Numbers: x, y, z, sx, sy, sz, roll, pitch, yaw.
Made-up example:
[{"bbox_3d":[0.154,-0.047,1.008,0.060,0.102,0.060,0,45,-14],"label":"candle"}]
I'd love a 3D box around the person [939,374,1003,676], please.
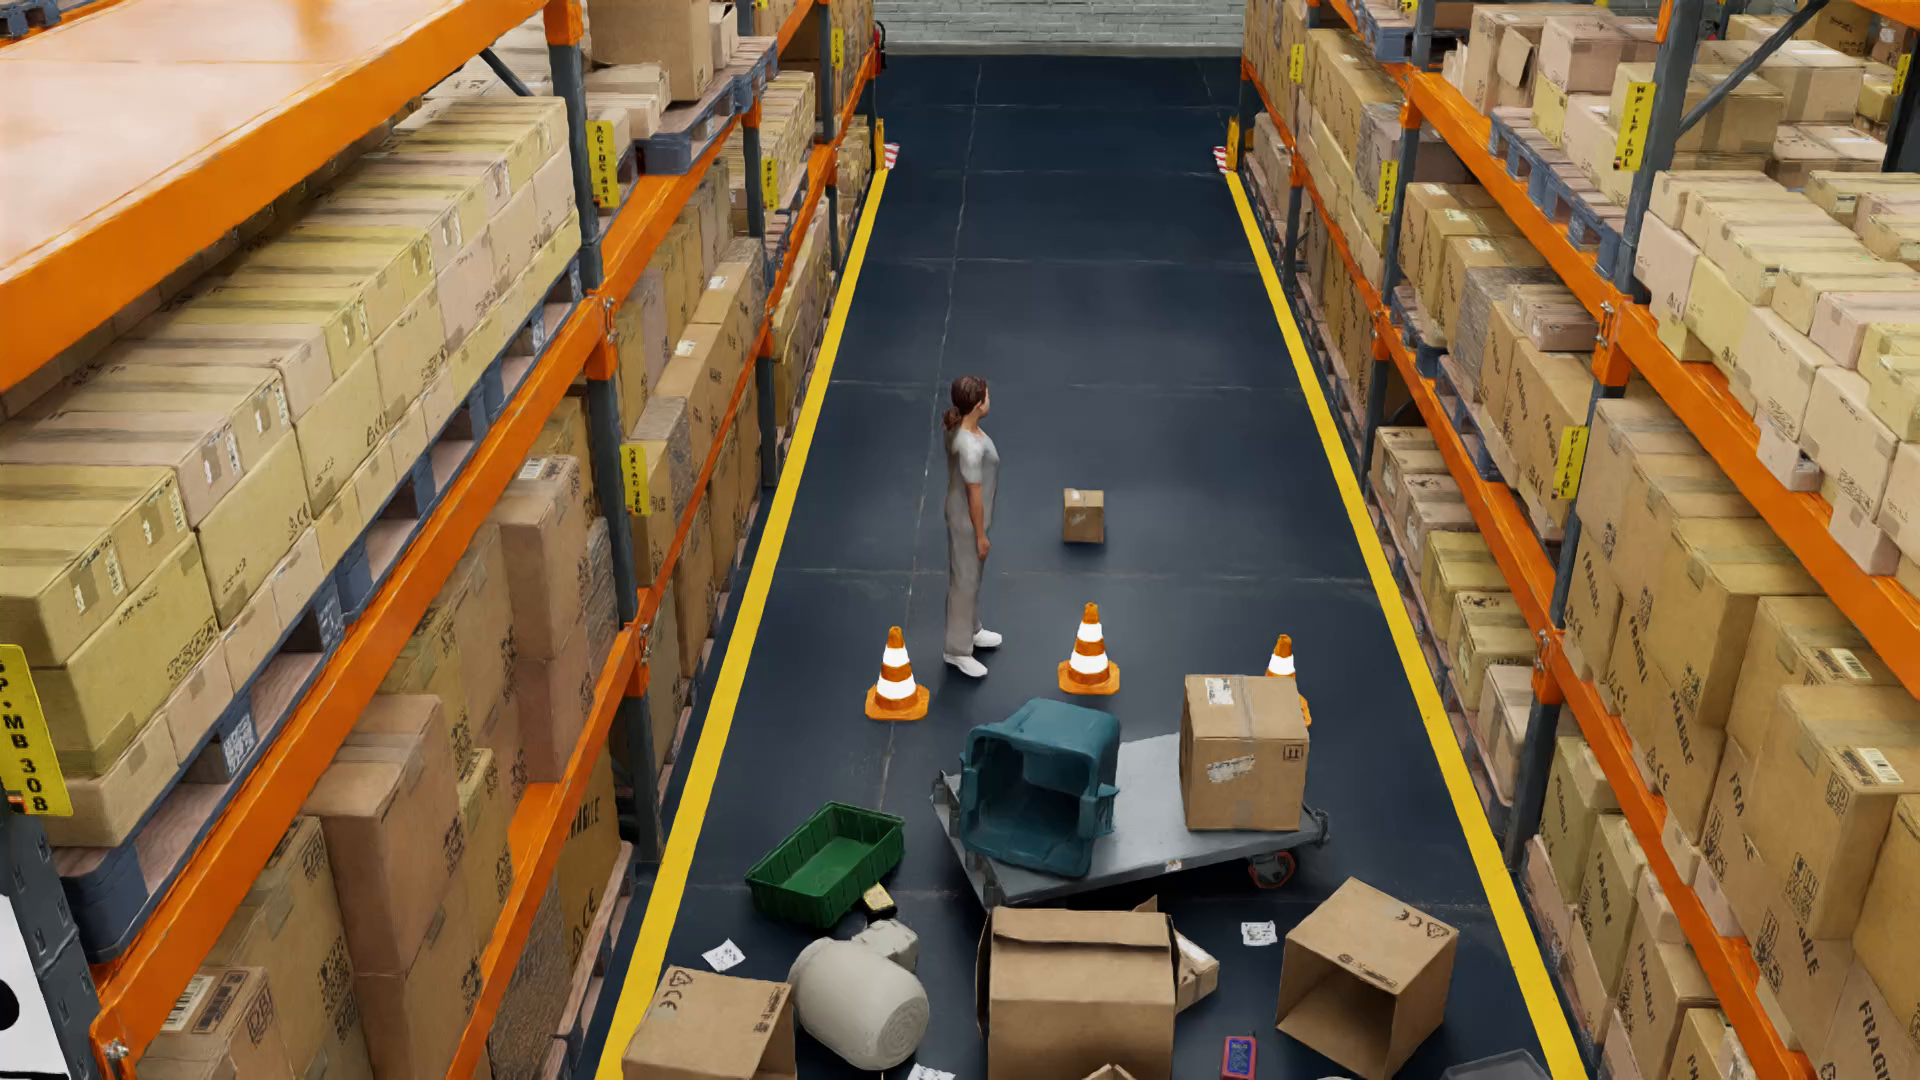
[{"bbox_3d":[0.068,-0.101,8.985,0.369,1.680,0.527,-3,28,-6],"label":"person"}]
